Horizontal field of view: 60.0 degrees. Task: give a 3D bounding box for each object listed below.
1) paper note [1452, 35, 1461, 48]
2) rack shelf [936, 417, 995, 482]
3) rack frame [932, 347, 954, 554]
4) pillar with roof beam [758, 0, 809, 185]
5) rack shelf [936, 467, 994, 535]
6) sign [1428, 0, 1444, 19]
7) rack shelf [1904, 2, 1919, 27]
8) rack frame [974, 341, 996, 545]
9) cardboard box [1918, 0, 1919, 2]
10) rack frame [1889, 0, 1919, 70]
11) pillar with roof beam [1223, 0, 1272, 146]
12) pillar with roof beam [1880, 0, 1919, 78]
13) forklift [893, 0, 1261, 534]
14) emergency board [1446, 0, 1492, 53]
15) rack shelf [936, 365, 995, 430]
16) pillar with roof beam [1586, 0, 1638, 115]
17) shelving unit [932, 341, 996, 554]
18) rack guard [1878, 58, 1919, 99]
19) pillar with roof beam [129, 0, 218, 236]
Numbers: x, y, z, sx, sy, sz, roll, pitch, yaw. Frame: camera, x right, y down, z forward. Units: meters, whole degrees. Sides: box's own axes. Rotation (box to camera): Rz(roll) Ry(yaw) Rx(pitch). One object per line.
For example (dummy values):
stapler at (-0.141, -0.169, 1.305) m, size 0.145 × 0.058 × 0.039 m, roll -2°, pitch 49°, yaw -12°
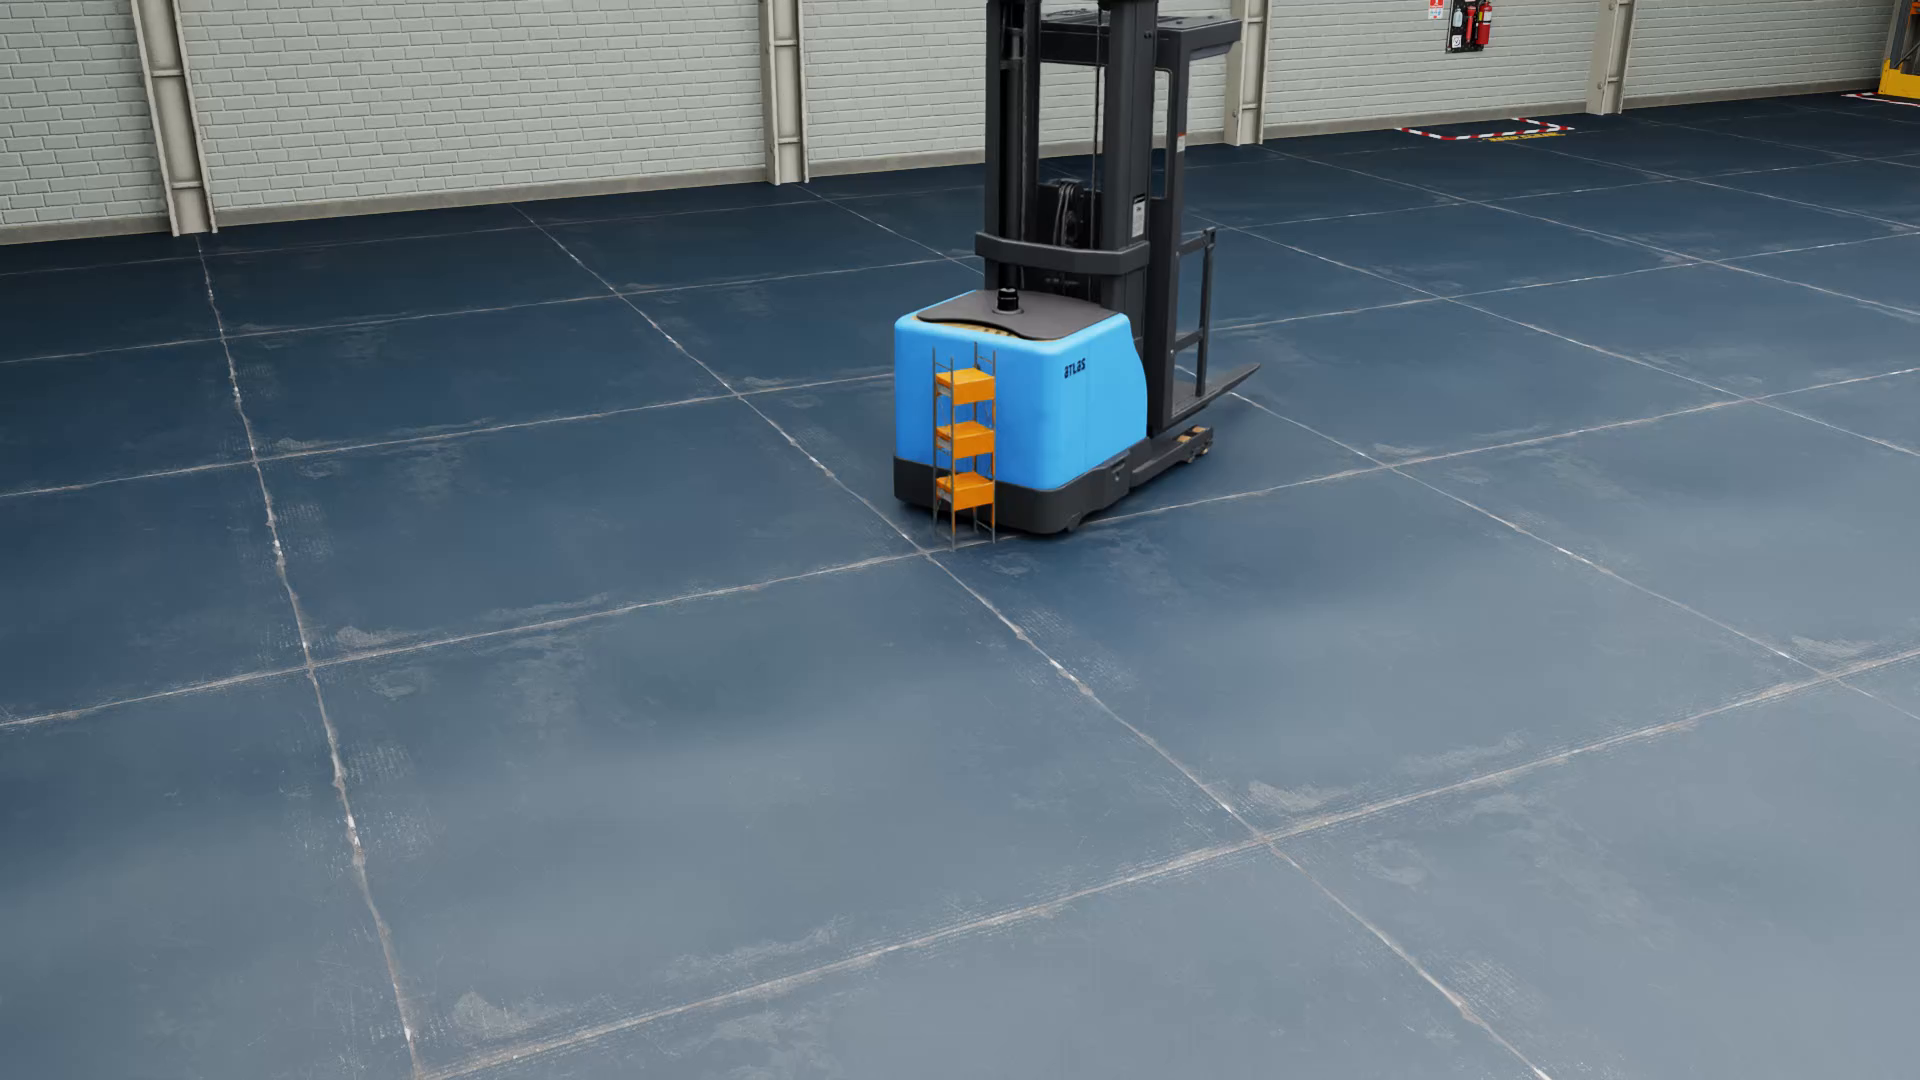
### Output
paper note at (6.485, -6.507, 21.700) m, size 0.142 × 0.148 × 0.016 m, roll -10°, pitch 25°, yaw -24°
rack shelf at (0.021, -0.460, 8.517) m, size 0.240 × 0.259 × 0.215 m, roll -12°, pitch 26°, yaw -28°
rack frame at (-0.085, -0.447, 8.457) m, size 0.008 × 1.050 × 0.200 m, roll -12°, pitch 26°, yaw -28°
pillar with roof beam at (-0.028, -6.614, 12.963) m, size 0.400 × 9.000 × 9.100 m, roll -10°, pitch 25°, yaw -24°
rack shelf at (0.021, -0.204, 8.624) m, size 0.240 × 0.259 × 0.215 m, roll -12°, pitch 26°, yaw -28°
sign at (6.132, -6.880, 21.402) m, size 0.234 × 0.329 × 0.001 m, roll -10°, pitch 25°, yaw -24°
rack shelf at (15.871, -7.897, 24.846) m, size 4.000 × 0.370 × 1.077 m, roll -10°, pitch 25°, yaw -24°
rack frame at (0.126, -0.494, 8.570) m, size 0.008 × 1.050 × 0.200 m, roll -12°, pitch 26°, yaw -28°
cardboard box at (14.406, -7.982, 24.281) m, size 0.500 × 0.250 × 0.500 m, roll -10°, pitch 25°, yaw -23°
rack frame at (14.069, -7.898, 23.907) m, size 0.127 × 3.000 × 1.000 m, roll -10°, pitch 25°, yaw -24°
pillar with roof beam at (5.379, -7.610, 15.368) m, size 0.400 × 9.000 × 9.100 m, roll -10°, pitch 25°, yaw -24°
pillar with roof beam at (16.191, -9.600, 20.176) m, size 0.400 × 9.000 × 9.100 m, roll -10°, pitch 25°, yaw -24°
forklift at (0.869, -1.897, 9.501) m, size 1.130 × 2.935 × 3.031 m, roll 14°, pitch 26°, yaw 31°
emergency board at (6.675, -6.920, 21.545) m, size 0.643 × 1.169 × 0.194 m, roll -10°, pitch 25°, yaw -24°
rack shelf at (0.021, -0.723, 8.409) m, size 0.240 × 0.259 × 0.215 m, roll -12°, pitch 26°, yaw -28°
pillar with roof beam at (10.785, -8.605, 17.772) m, size 0.400 × 9.000 × 9.100 m, roll -10°, pitch 25°, yaw -24°
shelving unit at (0.021, -0.470, 8.513) m, size 0.252 × 1.050 × 0.215 m, roll -12°, pitch 26°, yaw -28°
rack guard at (14.137, -6.755, 24.416) m, size 0.348 × 0.500 × 1.175 m, roll -10°, pitch 25°, yaw -24°
pillar with roof beam at (-5.434, -5.619, 10.559) m, size 0.400 × 9.000 × 9.100 m, roll -10°, pitch 25°, yaw -24°
